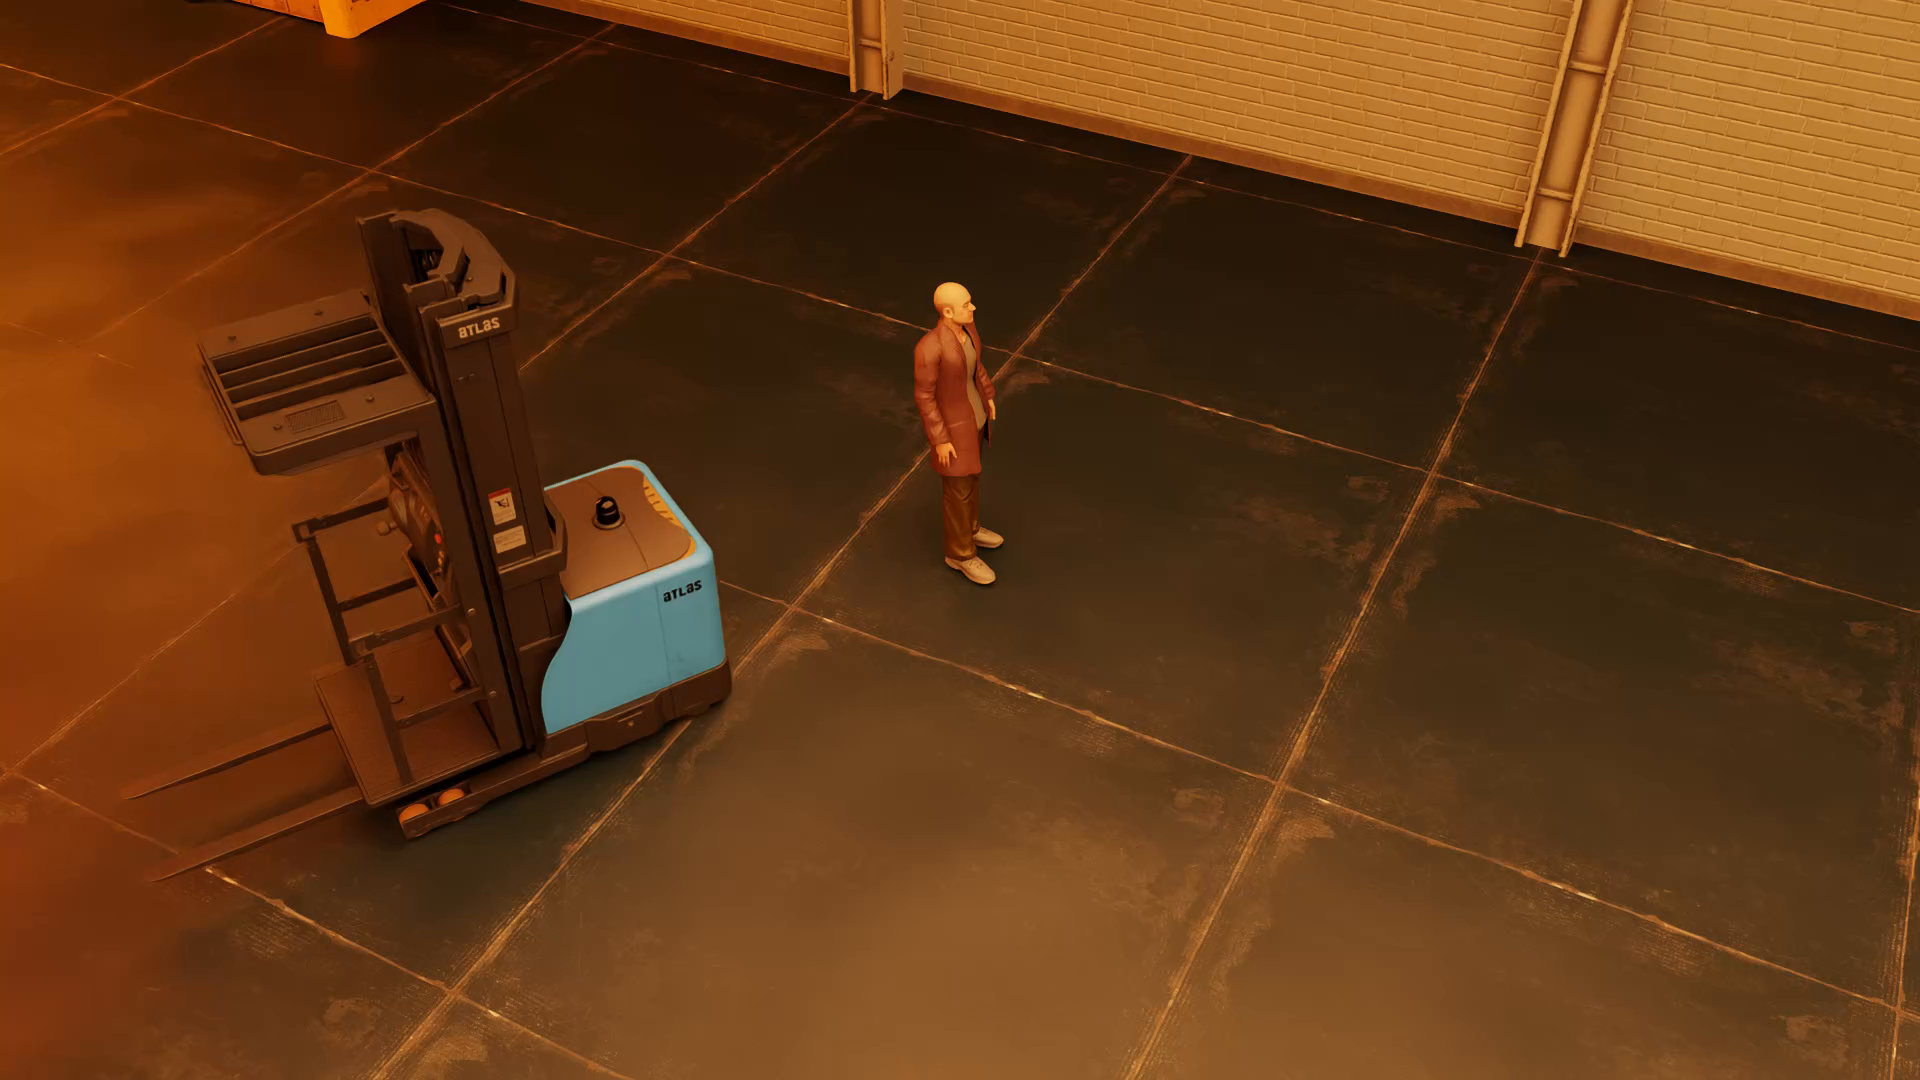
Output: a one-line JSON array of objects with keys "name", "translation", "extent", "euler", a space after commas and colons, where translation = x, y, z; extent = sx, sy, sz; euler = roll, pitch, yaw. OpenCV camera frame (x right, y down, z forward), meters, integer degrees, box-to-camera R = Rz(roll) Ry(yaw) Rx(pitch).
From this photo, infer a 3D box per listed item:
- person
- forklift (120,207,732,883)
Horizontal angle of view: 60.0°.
[{"name": "person", "translation": [0.080, -0.656, 9.650], "extent": [0.579, 1.777, 0.696], "euler": [18, 43, 21]}, {"name": "forklift", "translation": [-2.782, -0.004, 7.991], "extent": [3.031, 2.935, 1.130], "euler": [-22, 45, -24]}]
